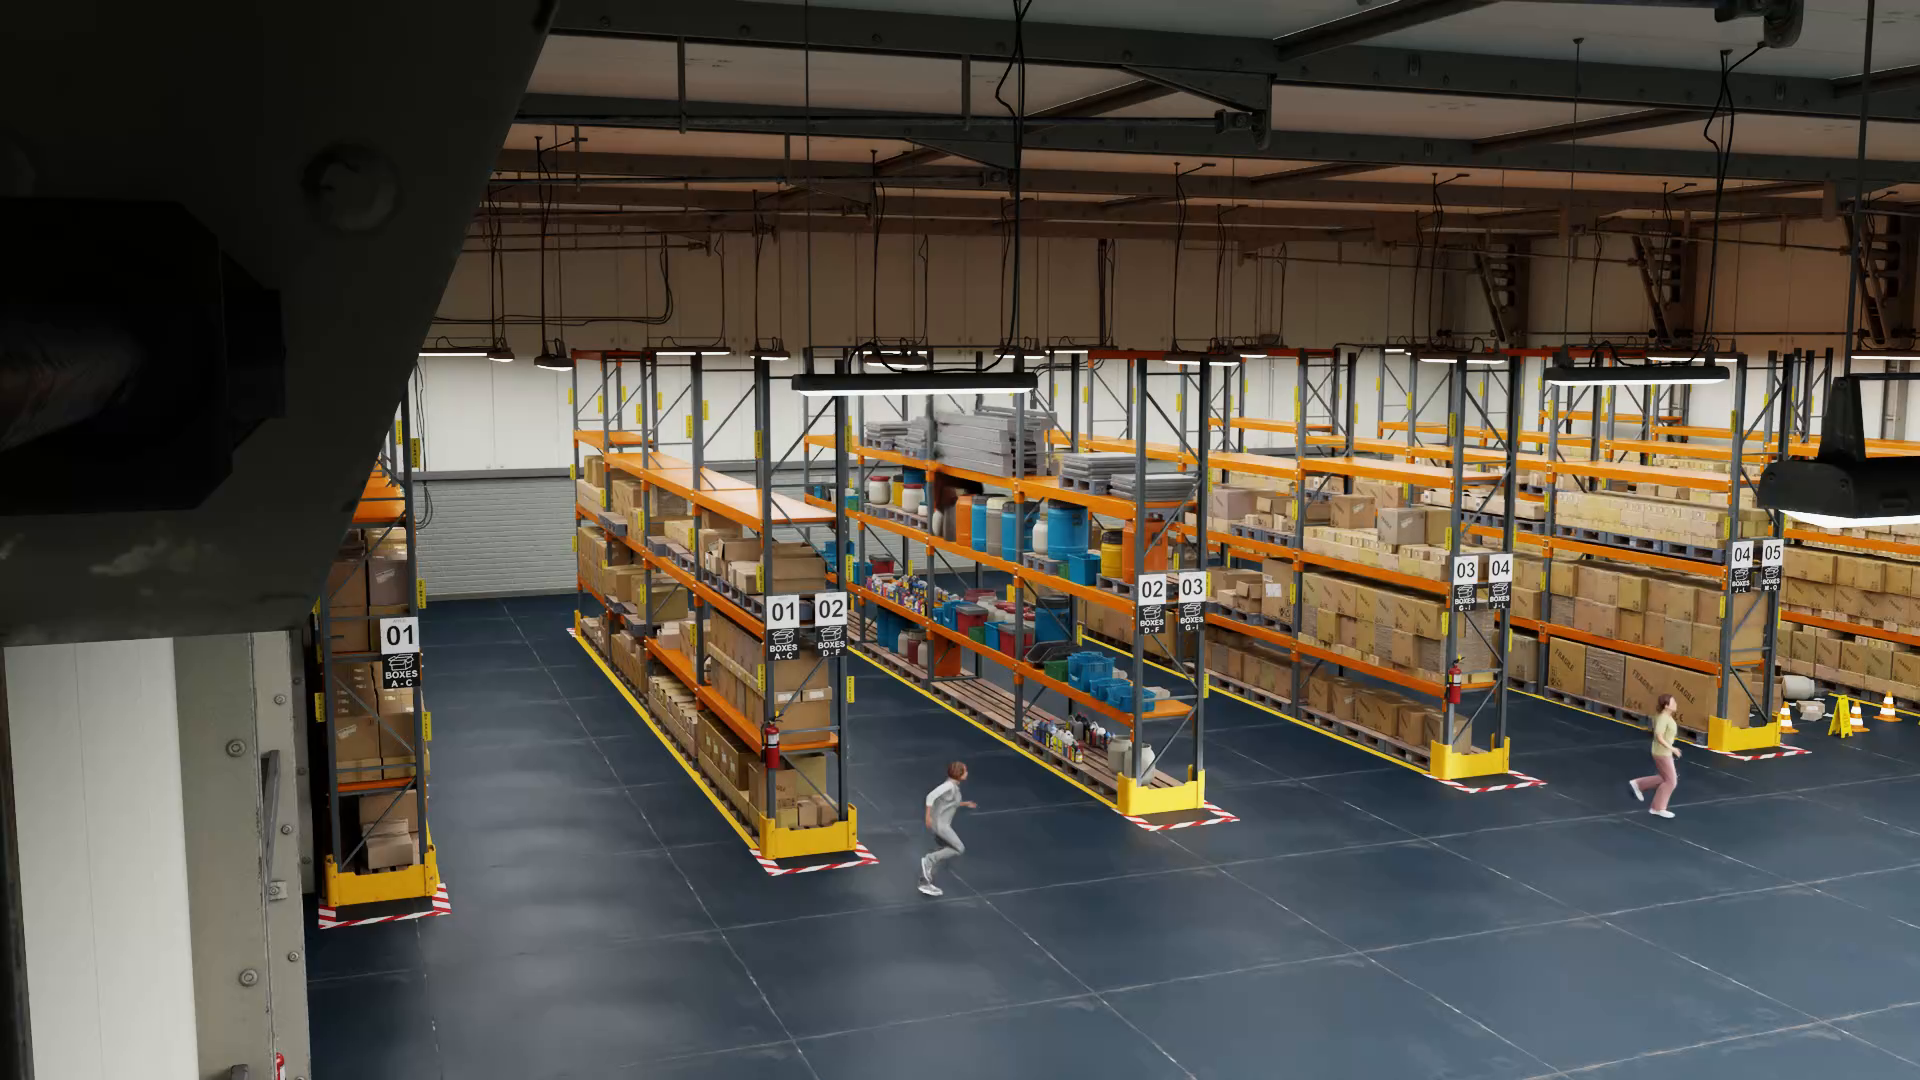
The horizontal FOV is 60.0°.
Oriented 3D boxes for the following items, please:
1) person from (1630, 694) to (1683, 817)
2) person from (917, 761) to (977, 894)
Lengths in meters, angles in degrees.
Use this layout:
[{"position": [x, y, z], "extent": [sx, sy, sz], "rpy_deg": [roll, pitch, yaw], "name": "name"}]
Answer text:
[{"position": [9.175, 2.815, 21.898], "extent": [0.621, 1.641, 0.604], "rpy_deg": [3, 8, 22], "name": "person"}, {"position": [-0.144, 3.253, 18.811], "extent": [0.679, 1.529, 0.525], "rpy_deg": [0, 7, 1], "name": "person"}]
